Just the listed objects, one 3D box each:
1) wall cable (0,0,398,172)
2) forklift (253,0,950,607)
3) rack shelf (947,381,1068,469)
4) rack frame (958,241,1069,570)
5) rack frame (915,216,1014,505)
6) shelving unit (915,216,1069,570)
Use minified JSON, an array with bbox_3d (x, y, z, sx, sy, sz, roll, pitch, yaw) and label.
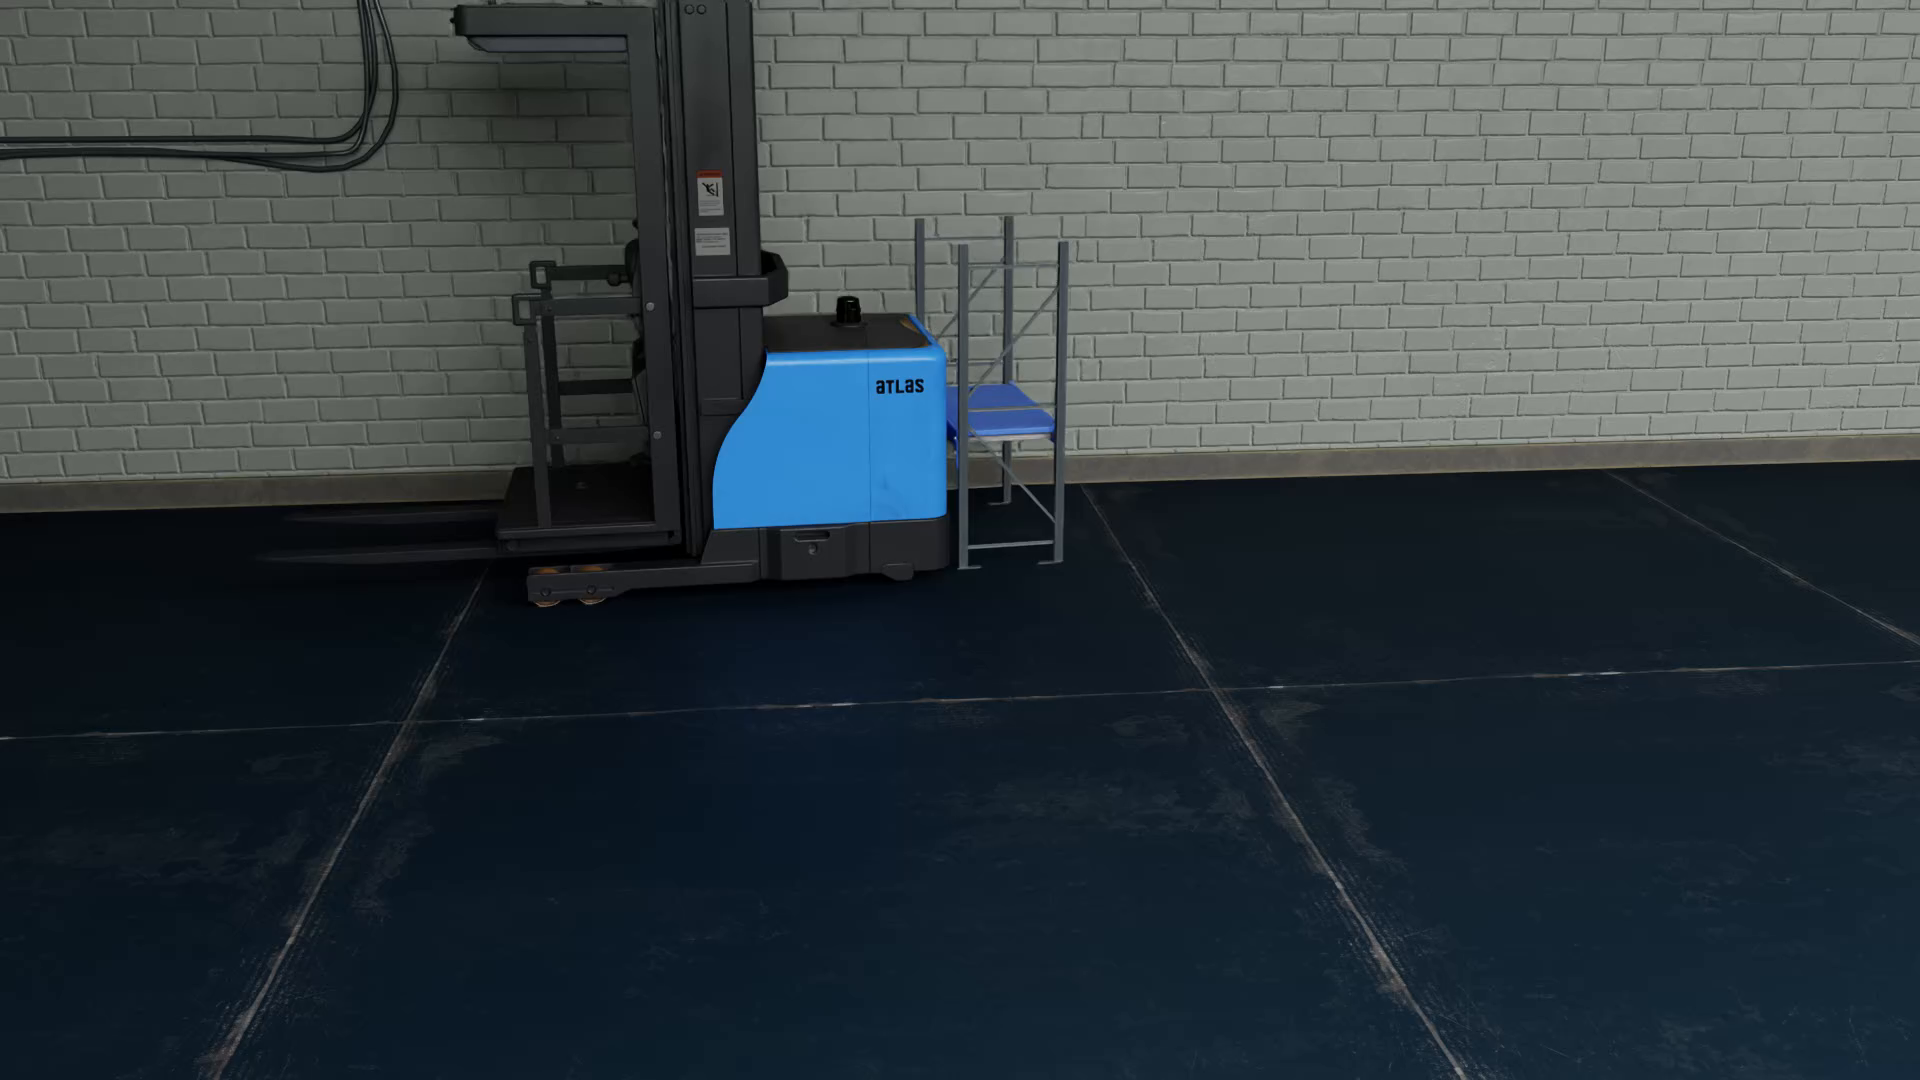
[{"bbox_3d":[-4.304,-2.963,7.776,3.097,2.526,0.112,-2,18,-6],"label":"wall cable"},{"bbox_3d":[-1.612,-1.277,7.350,3.031,2.935,1.130,-3,18,-9],"label":"forklift"},{"bbox_3d":[0.130,-0.573,8.100,0.538,0.185,1.000,-4,18,-12],"label":"rack shelf"},{"bbox_3d":[0.237,-0.596,7.572,0.500,1.500,0.032,-4,18,-12],"label":"rack frame"},{"bbox_3d":[0.023,-0.894,8.520,0.500,1.500,0.032,-4,18,-12],"label":"rack frame"},{"bbox_3d":[0.130,-0.745,8.046,0.538,1.500,1.048,-4,18,-12],"label":"shelving unit"}]
